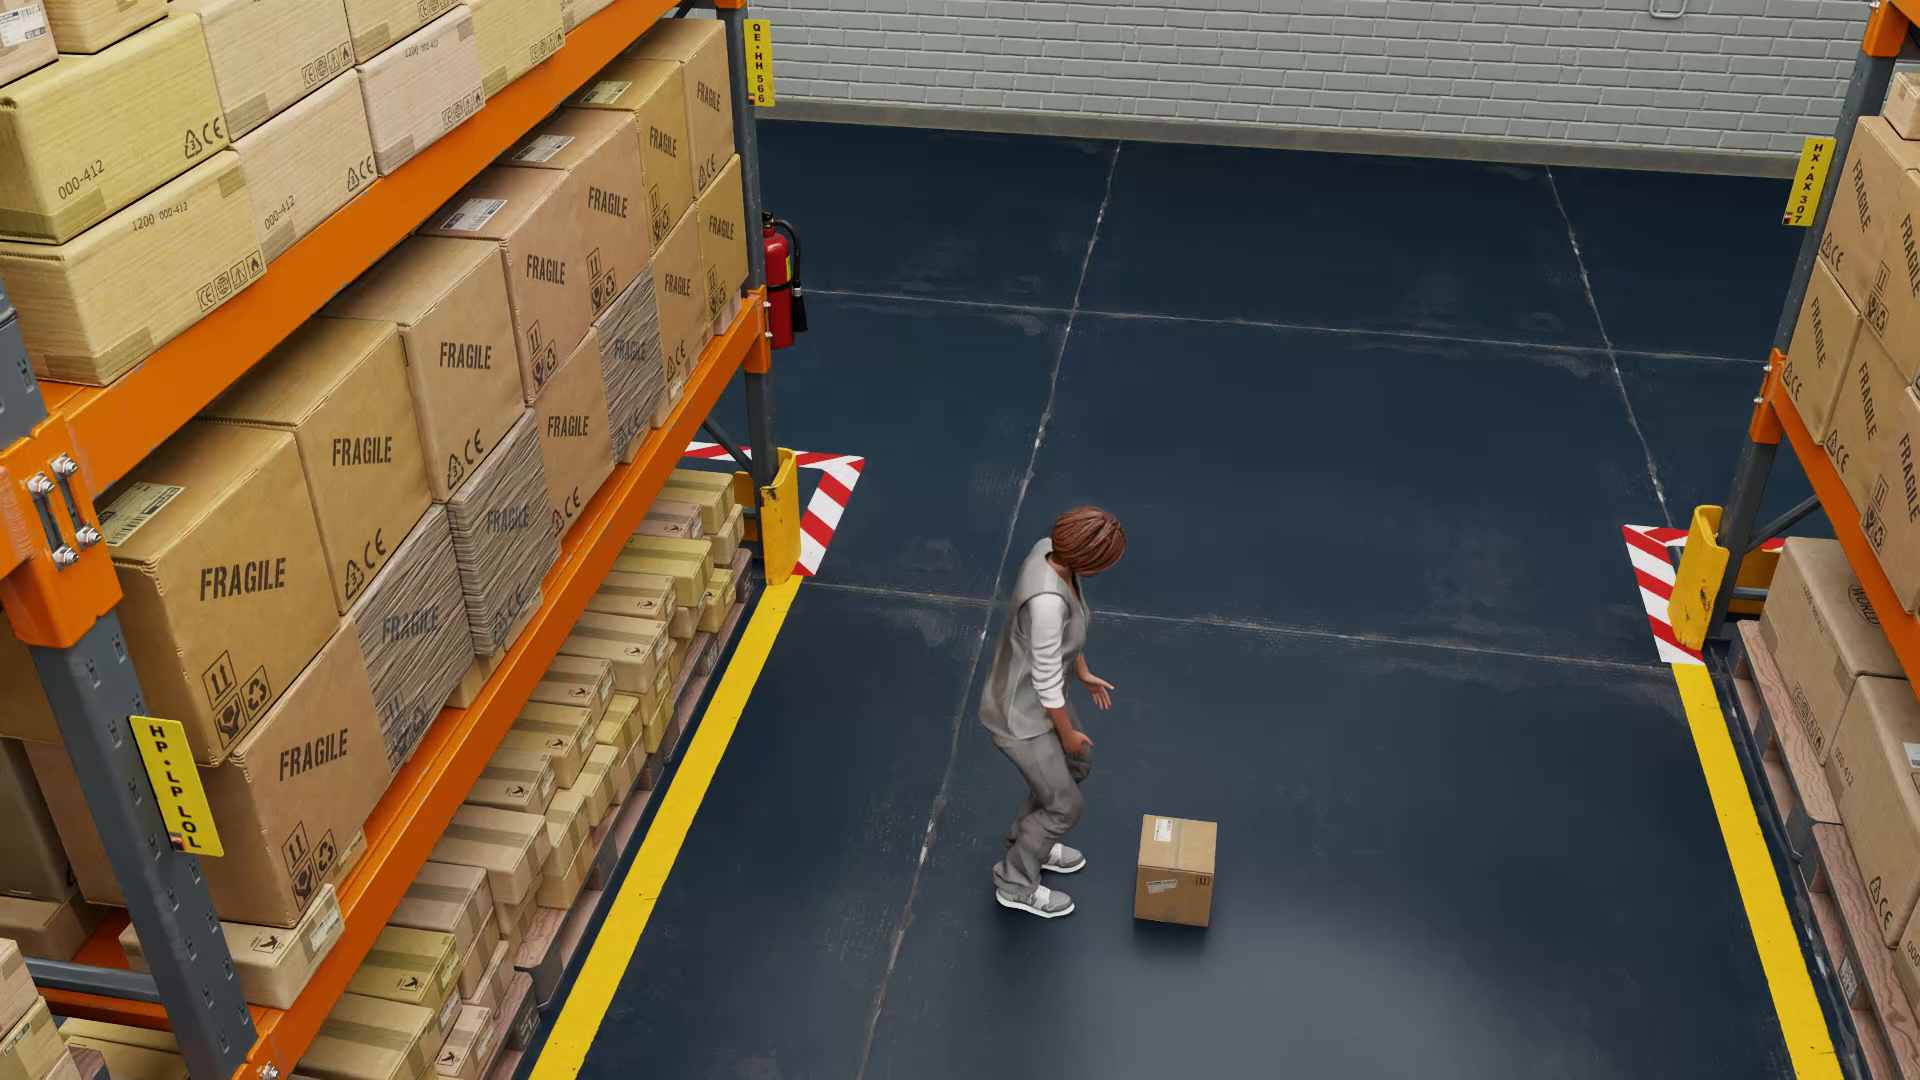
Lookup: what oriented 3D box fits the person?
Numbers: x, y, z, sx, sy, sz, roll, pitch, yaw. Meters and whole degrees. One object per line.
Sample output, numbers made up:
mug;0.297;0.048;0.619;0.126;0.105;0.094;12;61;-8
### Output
person;0.284;0.538;5.388;0.437;1.526;0.437;6;33;9
